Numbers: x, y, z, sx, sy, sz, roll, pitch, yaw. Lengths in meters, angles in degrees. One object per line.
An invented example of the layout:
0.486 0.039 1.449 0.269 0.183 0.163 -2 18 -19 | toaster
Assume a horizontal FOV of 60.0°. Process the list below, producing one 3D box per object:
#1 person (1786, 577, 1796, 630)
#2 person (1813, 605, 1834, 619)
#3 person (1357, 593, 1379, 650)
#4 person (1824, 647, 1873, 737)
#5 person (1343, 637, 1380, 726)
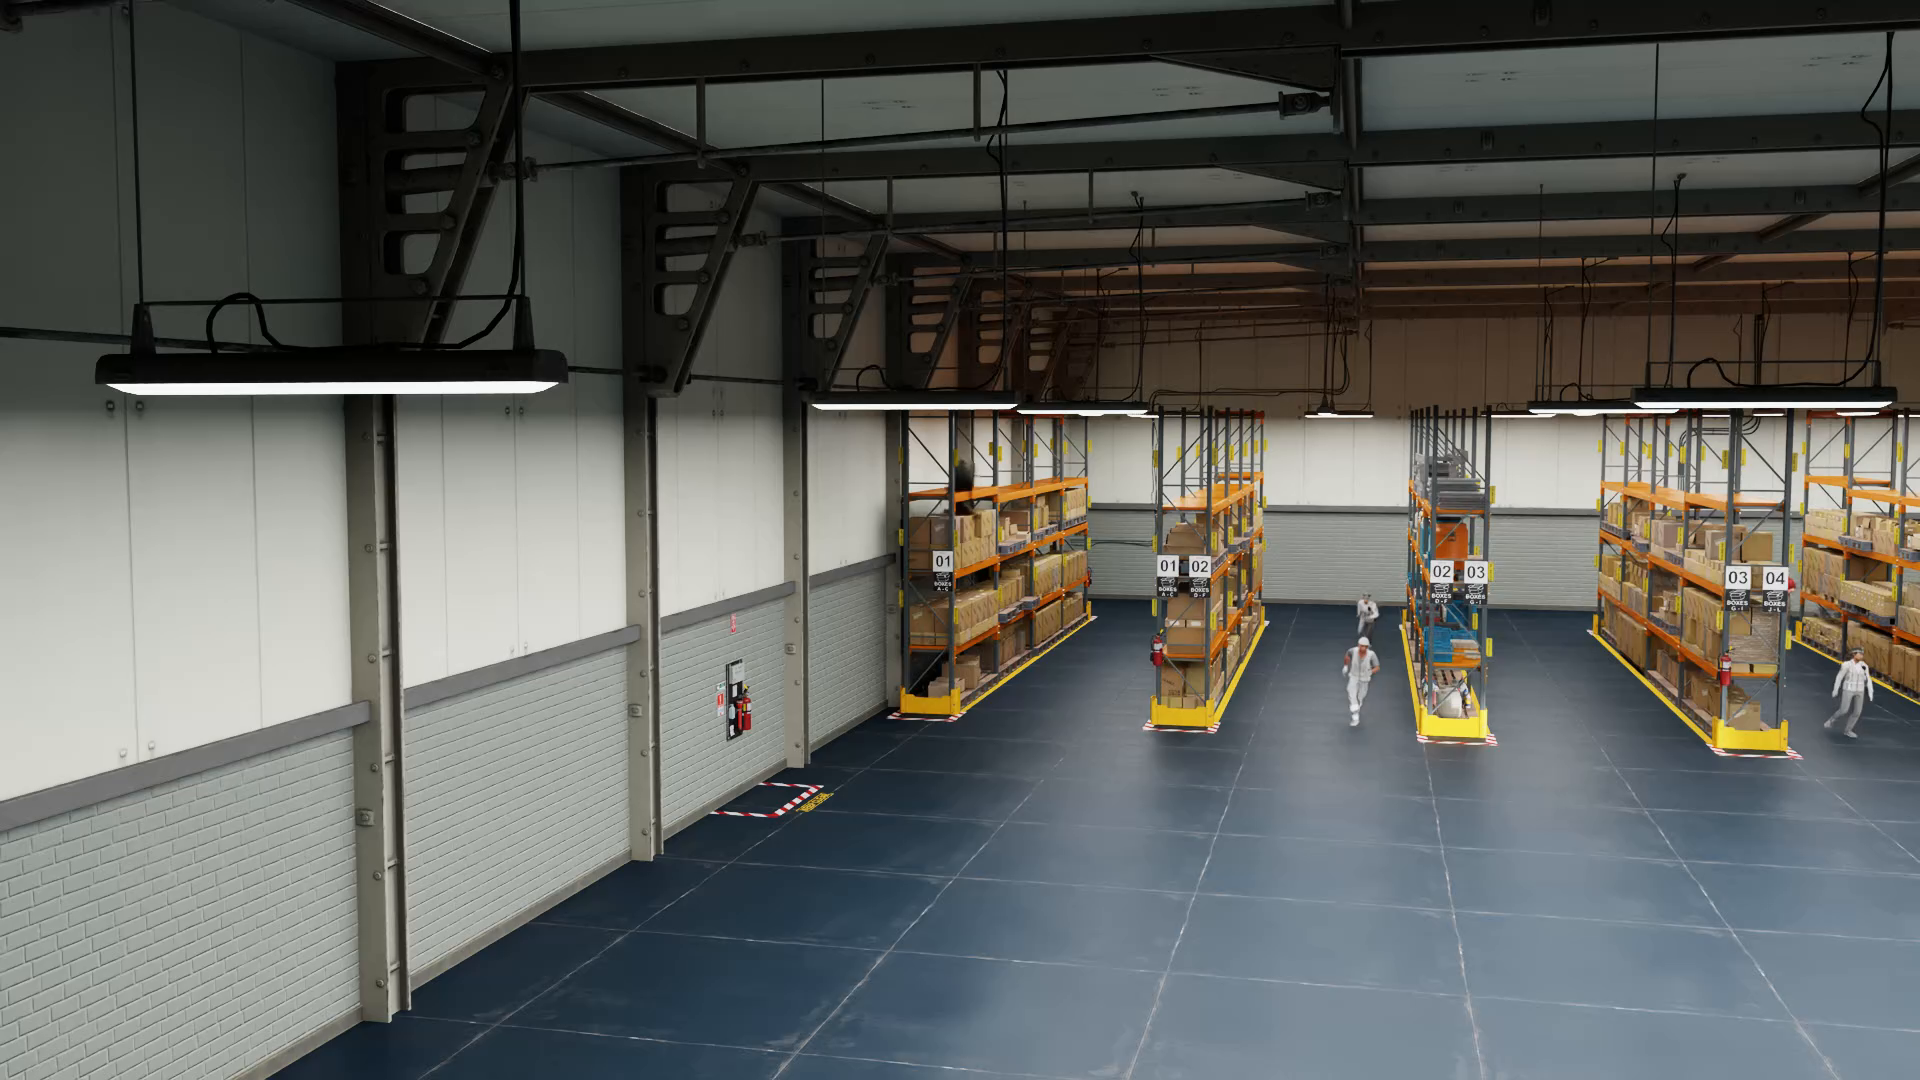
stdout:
22.248 1.648 45.001 0.629 1.767 0.722 3 5 40 | person
23.036 1.683 44.127 0.670 1.770 0.666 1 4 10 | person
10.080 2.016 41.052 0.632 1.495 1.045 2 5 28 | person
16.129 2.736 30.168 0.708 1.650 0.530 0 4 6 | person
7.524 2.605 31.206 0.668 1.641 1.056 1 4 11 | person
